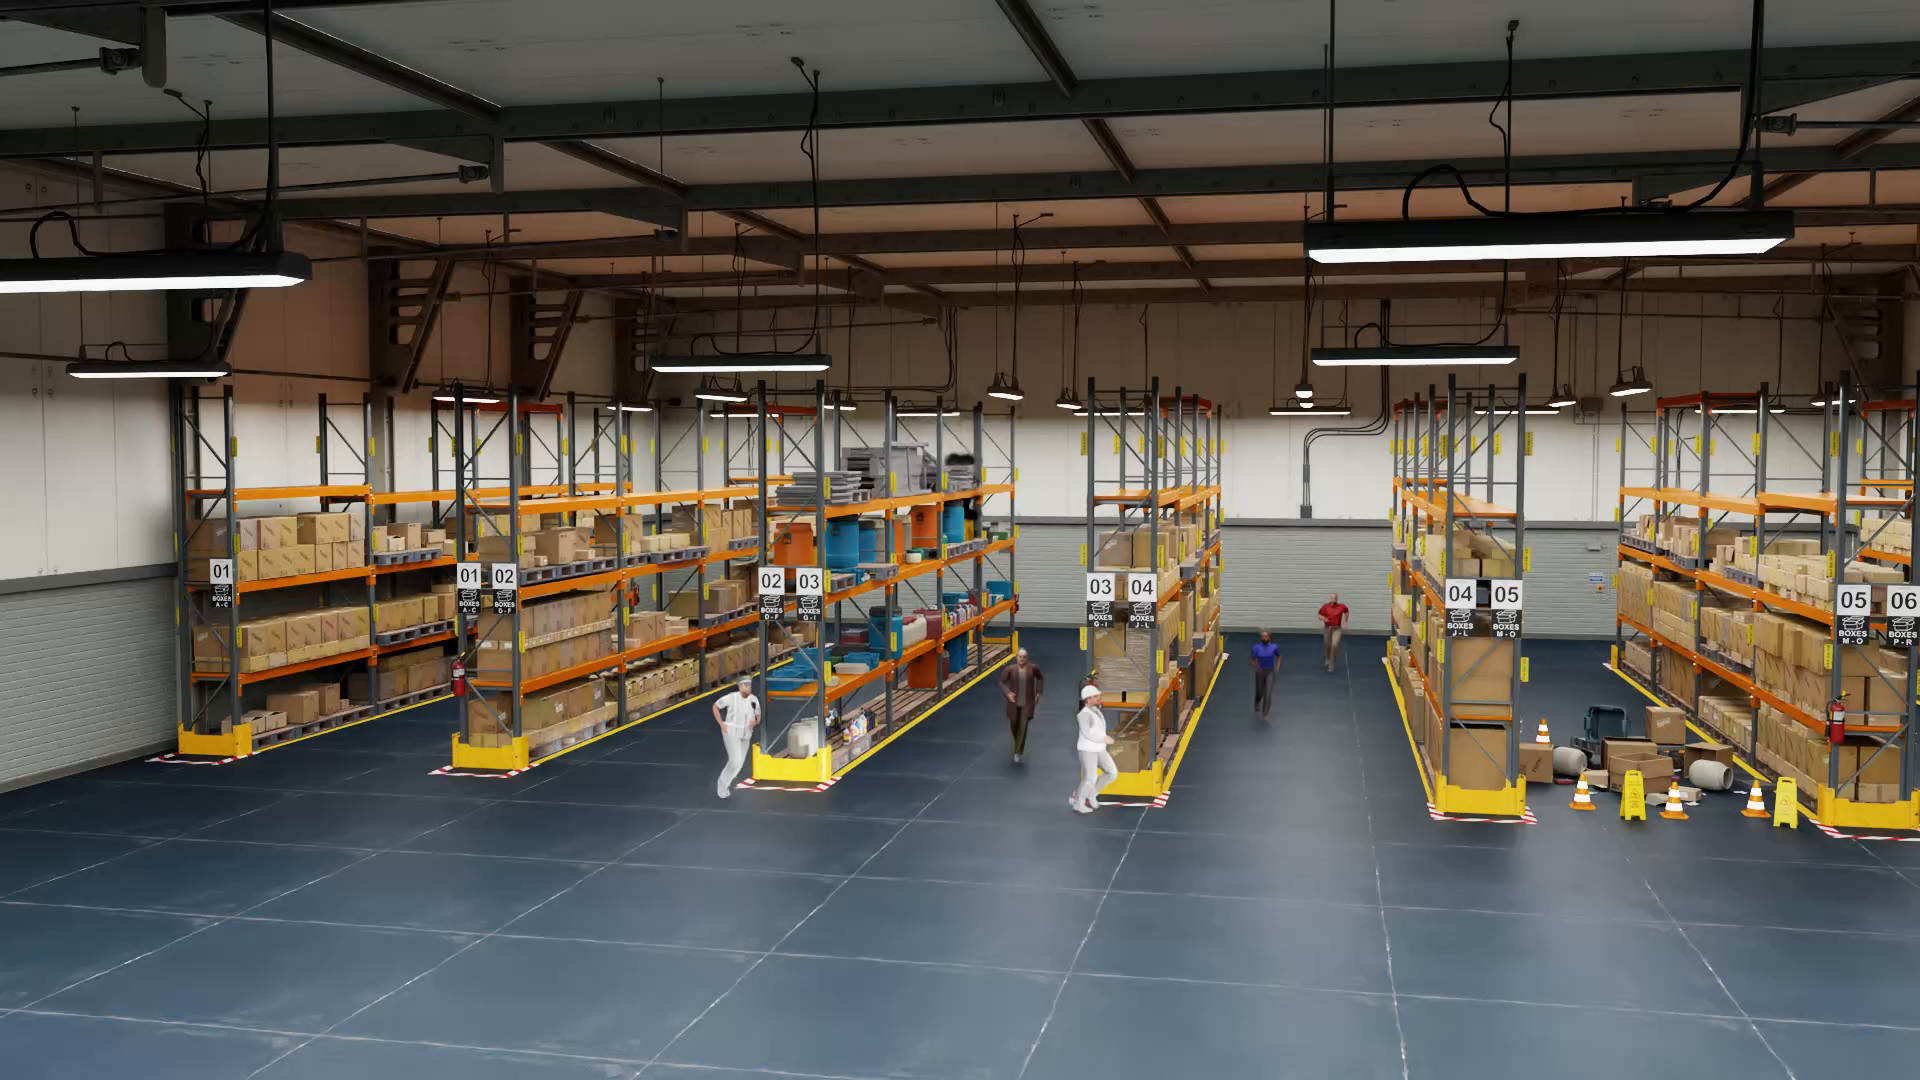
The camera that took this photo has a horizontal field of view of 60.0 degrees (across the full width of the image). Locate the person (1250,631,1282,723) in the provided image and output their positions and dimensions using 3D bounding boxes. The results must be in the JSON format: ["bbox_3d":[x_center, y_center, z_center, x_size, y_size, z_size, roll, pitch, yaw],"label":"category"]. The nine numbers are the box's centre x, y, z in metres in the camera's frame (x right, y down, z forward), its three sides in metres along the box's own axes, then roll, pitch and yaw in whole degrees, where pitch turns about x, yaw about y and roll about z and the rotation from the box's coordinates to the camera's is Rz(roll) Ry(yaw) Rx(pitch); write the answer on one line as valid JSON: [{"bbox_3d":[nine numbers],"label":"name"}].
[{"bbox_3d":[5.625,2.490,30.592,0.587,1.645,0.841,1,3,10],"label":"person"}]

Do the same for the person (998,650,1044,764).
[{"bbox_3d":[0.979,2.636,26.700,0.736,1.769,0.940,0,3,1],"label":"person"}]

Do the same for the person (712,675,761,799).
[{"bbox_3d":[-3.164,2.803,23.820,0.681,1.755,0.637,-3,4,-40],"label":"person"}]

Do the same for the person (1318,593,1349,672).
[{"bbox_3d":[8.382,2.074,37.370,0.654,1.791,0.868,1,3,21],"label":"person"}]

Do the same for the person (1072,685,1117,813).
[{"bbox_3d":[1.840,2.853,22.704,0.620,1.744,0.663,2,4,27],"label":"person"}]
